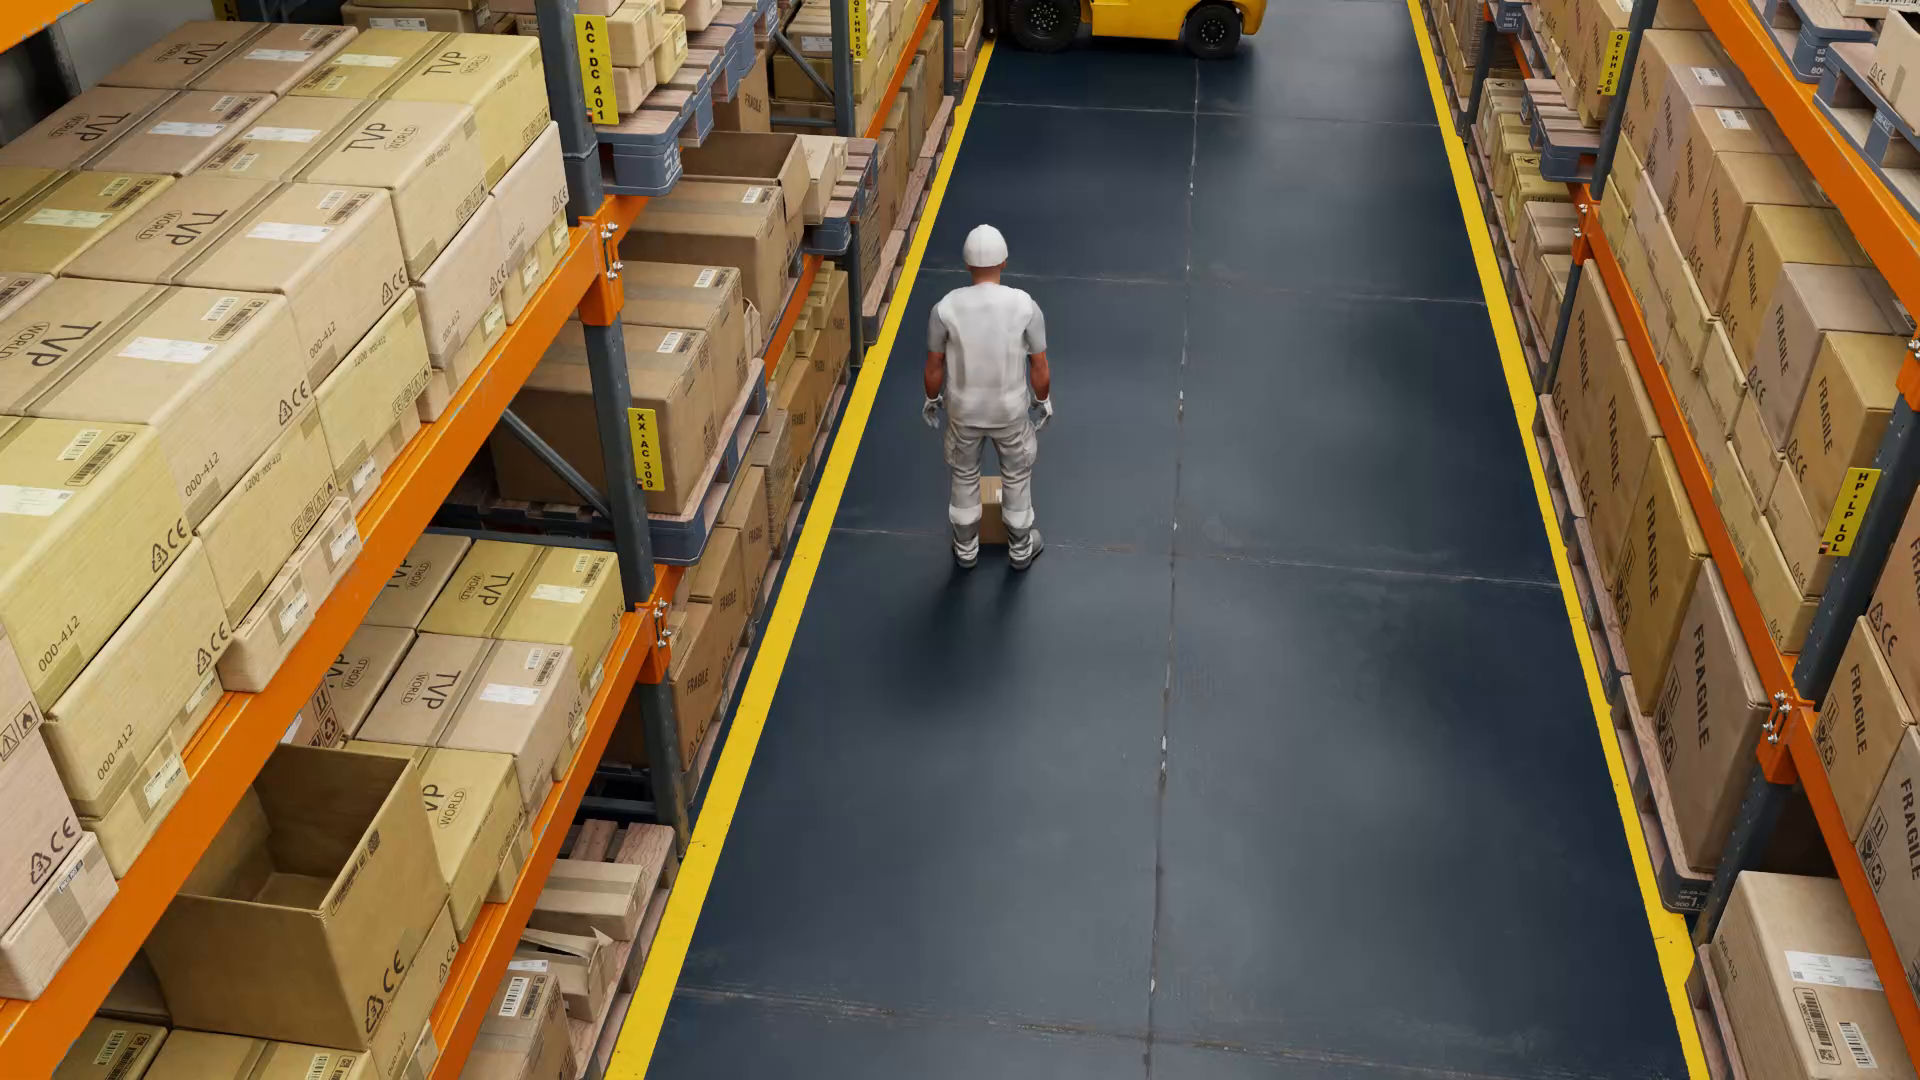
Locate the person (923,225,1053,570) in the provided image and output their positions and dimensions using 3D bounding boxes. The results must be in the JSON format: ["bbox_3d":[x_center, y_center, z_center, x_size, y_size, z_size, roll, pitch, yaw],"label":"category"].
[{"bbox_3d":[0.131,-0.643,7.918,0.623,1.780,0.446,2,36,3],"label":"person"}]
